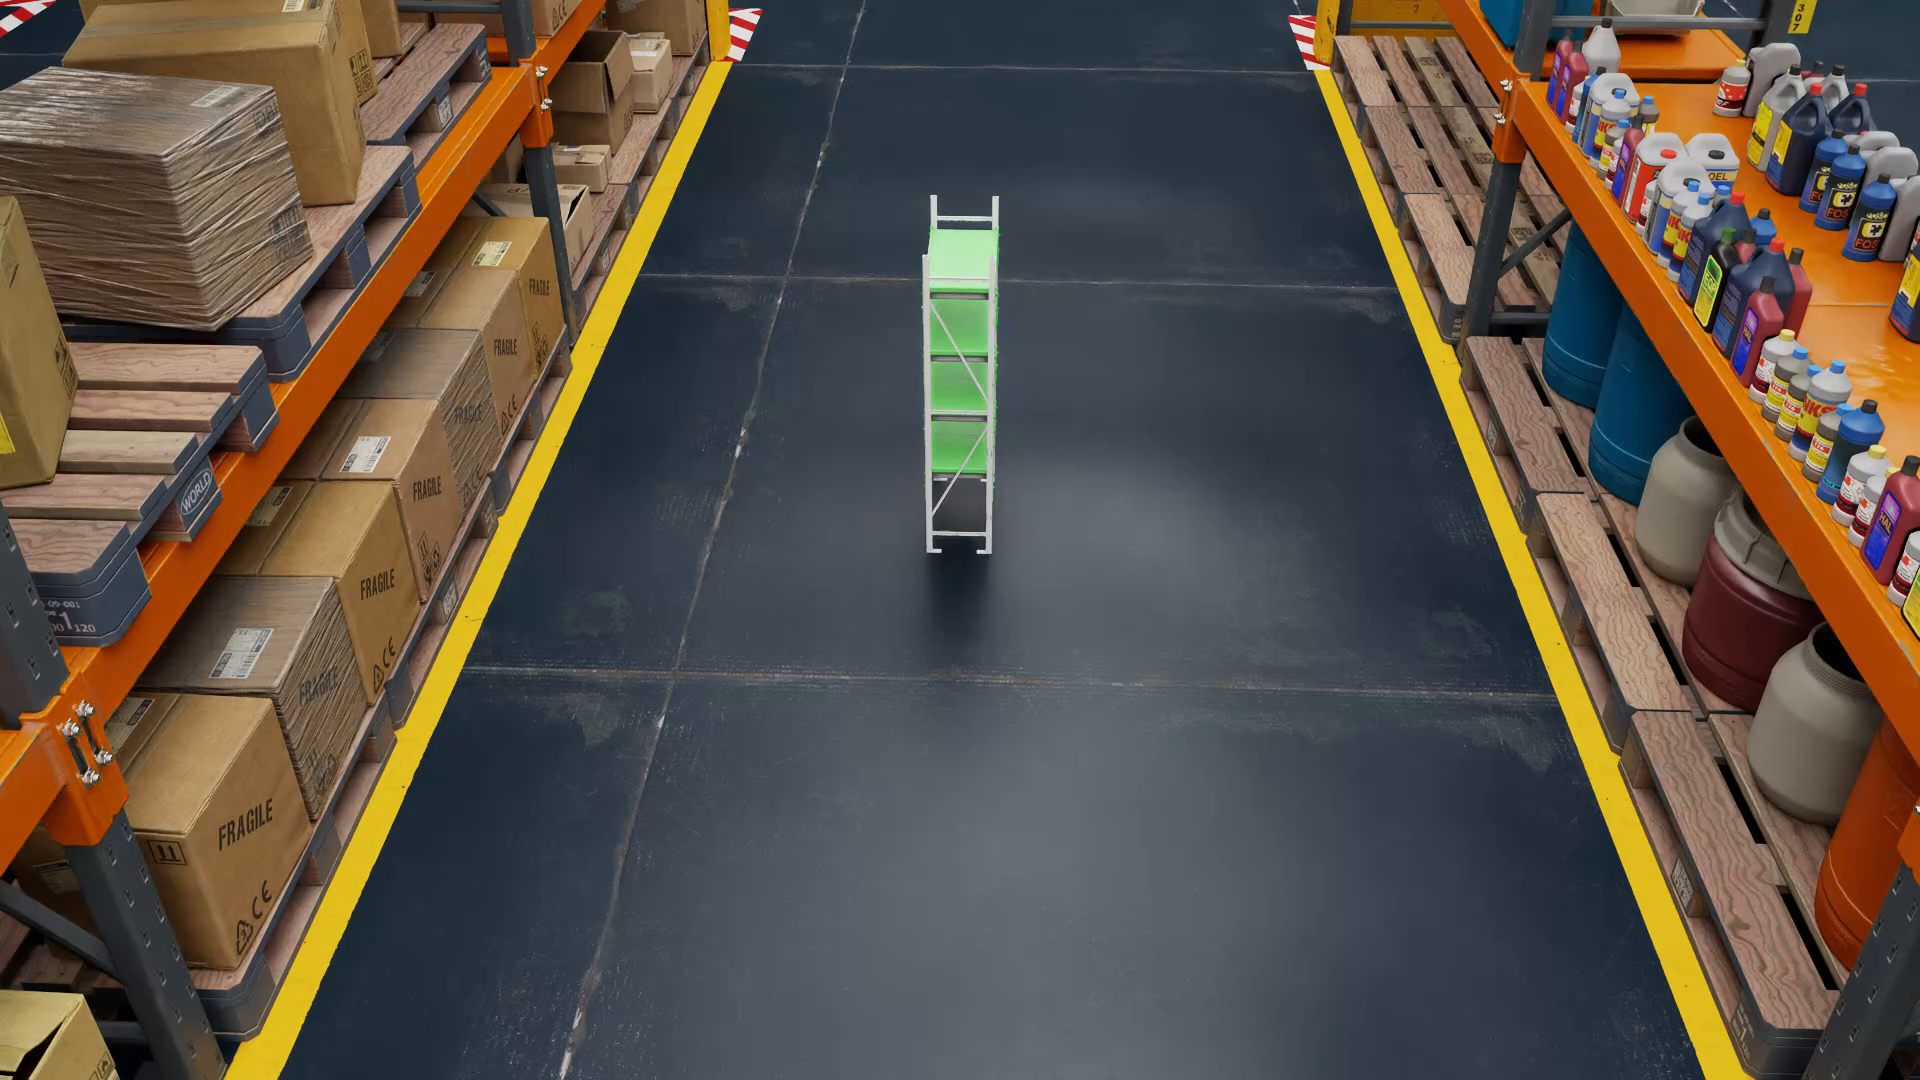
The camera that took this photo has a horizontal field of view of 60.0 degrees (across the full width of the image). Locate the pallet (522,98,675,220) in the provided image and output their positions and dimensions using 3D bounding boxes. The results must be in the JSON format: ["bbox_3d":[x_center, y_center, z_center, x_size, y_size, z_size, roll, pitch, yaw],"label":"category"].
[{"bbox_3d":[-2.160,-2.090,9.041,1.003,0.211,1.213,1,35,2],"label":"pallet"}]

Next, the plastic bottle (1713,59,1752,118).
[{"bbox_3d":[2.897,-1.695,6.225,0.097,0.201,0.097,0,35,0],"label":"plastic bottle"}]

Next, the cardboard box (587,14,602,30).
[{"bbox_3d":[-2.399,-2.894,9.768,0.500,0.250,0.500,1,35,2],"label":"cardboard box"}]

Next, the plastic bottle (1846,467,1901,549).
[{"bbox_3d":[2.176,-0.079,3.926,0.097,0.201,0.097,0,35,0],"label":"plastic bottle"}]

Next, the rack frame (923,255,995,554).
[{"bbox_3d":[-0.003,-0.446,5.841,0.240,1.200,0.015,1,35,2],"label":"rack frame"}]

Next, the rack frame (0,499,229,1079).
[{"bbox_3d":[-2.395,0.164,3.408,1.000,3.000,0.127,1,35,2],"label":"rack frame"}]

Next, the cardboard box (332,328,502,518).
[{"bbox_3d":[-2.017,-0.429,6.043,0.500,0.500,0.500,2,35,2],"label":"cardboard box"}]

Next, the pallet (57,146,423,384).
[{"bbox_3d":[-2.322,-0.875,5.053,1.003,0.211,1.213,1,35,2],"label":"pallet"}]

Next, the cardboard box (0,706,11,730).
[{"bbox_3d":[-2.592,0.464,4.772,0.500,0.500,0.500,3,35,4],"label":"cardboard box"}]

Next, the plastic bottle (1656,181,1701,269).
[{"bbox_3d":[2.237,-0.977,5.143,0.097,0.271,0.097,0,35,0],"label":"plastic bottle"}]

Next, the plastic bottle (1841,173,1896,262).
[{"bbox_3d":[2.847,-1.013,5.195,0.097,0.271,0.097,0,35,0],"label":"plastic bottle"}]

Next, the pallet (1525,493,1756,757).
[{"bbox_3d":[2.596,0.268,5.684,1.003,0.211,1.213,1,35,2],"label":"pallet"}]

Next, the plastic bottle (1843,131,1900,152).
[{"bbox_3d":[2.987,-1.233,5.504,0.152,0.276,0.135,1,35,2],"label":"plastic bottle"}]

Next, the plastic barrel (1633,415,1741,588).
[{"bbox_3d":[2.536,-0.130,5.625,0.421,0.512,0.421,0,35,0],"label":"plastic barrel"}]

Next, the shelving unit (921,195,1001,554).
[{"bbox_3d":[0.007,-0.586,6.040,0.258,1.200,0.503,1,35,2],"label":"shelving unit"}]

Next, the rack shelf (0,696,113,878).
[{"bbox_3d":[-2.475,1.607,1.980,1.077,0.370,4.000,1,35,2],"label":"rack shelf"}]

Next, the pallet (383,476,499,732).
[{"bbox_3d":[-2.276,0.178,5.814,1.003,0.211,1.213,1,35,2],"label":"pallet"}]

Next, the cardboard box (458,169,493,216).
[{"bbox_3d":[-2.495,-1.625,7.745,0.500,0.500,0.500,1,35,2],"label":"cardboard box"}]

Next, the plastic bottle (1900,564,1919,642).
[{"bbox_3d":[2.144,0.086,3.620,0.061,0.283,0.133,1,35,2],"label":"plastic bottle"}]

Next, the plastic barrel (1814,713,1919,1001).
[{"bbox_3d":[2.557,0.715,4.146,0.600,0.830,0.708,1,35,2],"label":"plastic barrel"}]

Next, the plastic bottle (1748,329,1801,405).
[{"bbox_3d":[2.204,-0.470,4.483,0.097,0.201,0.097,0,35,0],"label":"plastic bottle"}]

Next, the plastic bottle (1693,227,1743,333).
[{"bbox_3d":[2.203,-0.753,4.815,0.061,0.283,0.133,1,35,2],"label":"plastic bottle"}]

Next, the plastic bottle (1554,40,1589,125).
[{"bbox_3d":[2.268,-1.692,6.151,0.061,0.283,0.133,1,35,2],"label":"plastic bottle"}]

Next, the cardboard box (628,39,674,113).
[{"bbox_3d":[-1.918,-2.624,9.384,0.500,0.250,0.500,1,35,2],"label":"cardboard box"}]

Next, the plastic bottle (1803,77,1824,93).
[{"bbox_3d":[3.007,-1.523,5.916,0.152,0.276,0.135,1,35,2],"label":"plastic bottle"}]

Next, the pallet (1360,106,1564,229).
[{"bbox_3d":[2.752,-2.003,8.916,1.003,0.211,1.213,1,35,2],"label":"pallet"}]

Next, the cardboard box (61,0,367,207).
[{"bbox_3d":[-2.244,-1.330,5.082,0.700,0.500,0.500,-7,36,-10],"label":"cardboard box"}]

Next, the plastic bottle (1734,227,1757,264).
[{"bbox_3d":[2.264,-0.752,4.813,0.061,0.283,0.133,1,35,2],"label":"plastic bottle"}]

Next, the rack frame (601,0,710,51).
[{"bbox_3d":[-2.074,-4.432,9.948,1.000,3.000,0.127,1,35,2],"label":"rack frame"}]

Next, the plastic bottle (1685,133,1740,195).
[{"bbox_3d":[2.430,-1.174,5.420,0.152,0.276,0.135,1,35,2],"label":"plastic bottle"}]

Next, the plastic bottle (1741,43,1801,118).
[{"bbox_3d":[3.022,-1.733,6.215,0.152,0.276,0.135,1,35,2],"label":"plastic bottle"}]

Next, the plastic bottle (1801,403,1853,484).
[{"bbox_3d":[2.188,-0.247,4.165,0.097,0.201,0.097,0,35,0],"label":"plastic bottle"}]

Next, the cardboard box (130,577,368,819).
[{"bbox_3d":[-2.076,0.451,4.791,0.500,0.500,0.500,0,35,0],"label":"cardboard box"}]

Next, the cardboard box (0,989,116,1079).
[{"bbox_3d":[-2.170,1.194,3.480,0.500,0.311,0.500,2,35,3],"label":"cardboard box"}]

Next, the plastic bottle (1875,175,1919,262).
[{"bbox_3d":[2.972,-1.023,5.204,0.152,0.276,0.135,1,35,2],"label":"plastic bottle"}]

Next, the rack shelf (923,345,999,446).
[{"bbox_3d":[0.007,-0.534,6.077,0.258,0.148,0.480,1,35,2],"label":"rack shelf"}]

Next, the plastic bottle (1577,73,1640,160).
[{"bbox_3d":[2.301,-1.499,5.883,0.152,0.276,0.135,1,35,2],"label":"plastic bottle"}]

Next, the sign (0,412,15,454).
[{"bbox_3d":[-1.840,-0.299,3.059,0.100,0.325,0.005,1,35,2],"label":"sign"}]

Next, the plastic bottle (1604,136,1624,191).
[{"bbox_3d":[2.261,-1.291,5.651,0.097,0.201,0.097,0,35,0],"label":"plastic bottle"}]

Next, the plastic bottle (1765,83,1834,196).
[{"bbox_3d":[2.853,-1.359,5.618,0.144,0.351,0.185,1,35,2],"label":"plastic bottle"}]

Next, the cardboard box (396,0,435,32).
[{"bbox_3d":[-2.471,-2.468,7.066,0.500,0.500,0.500,2,35,3],"label":"cardboard box"}]

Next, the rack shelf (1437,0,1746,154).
[{"bbox_3d":[2.795,-2.872,8.354,1.077,0.370,4.000,1,35,2],"label":"rack shelf"}]

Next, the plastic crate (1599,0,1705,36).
[{"bbox_3d":[2.876,-2.198,6.946,0.396,0.136,0.243,1,35,2],"label":"plastic crate"}]
